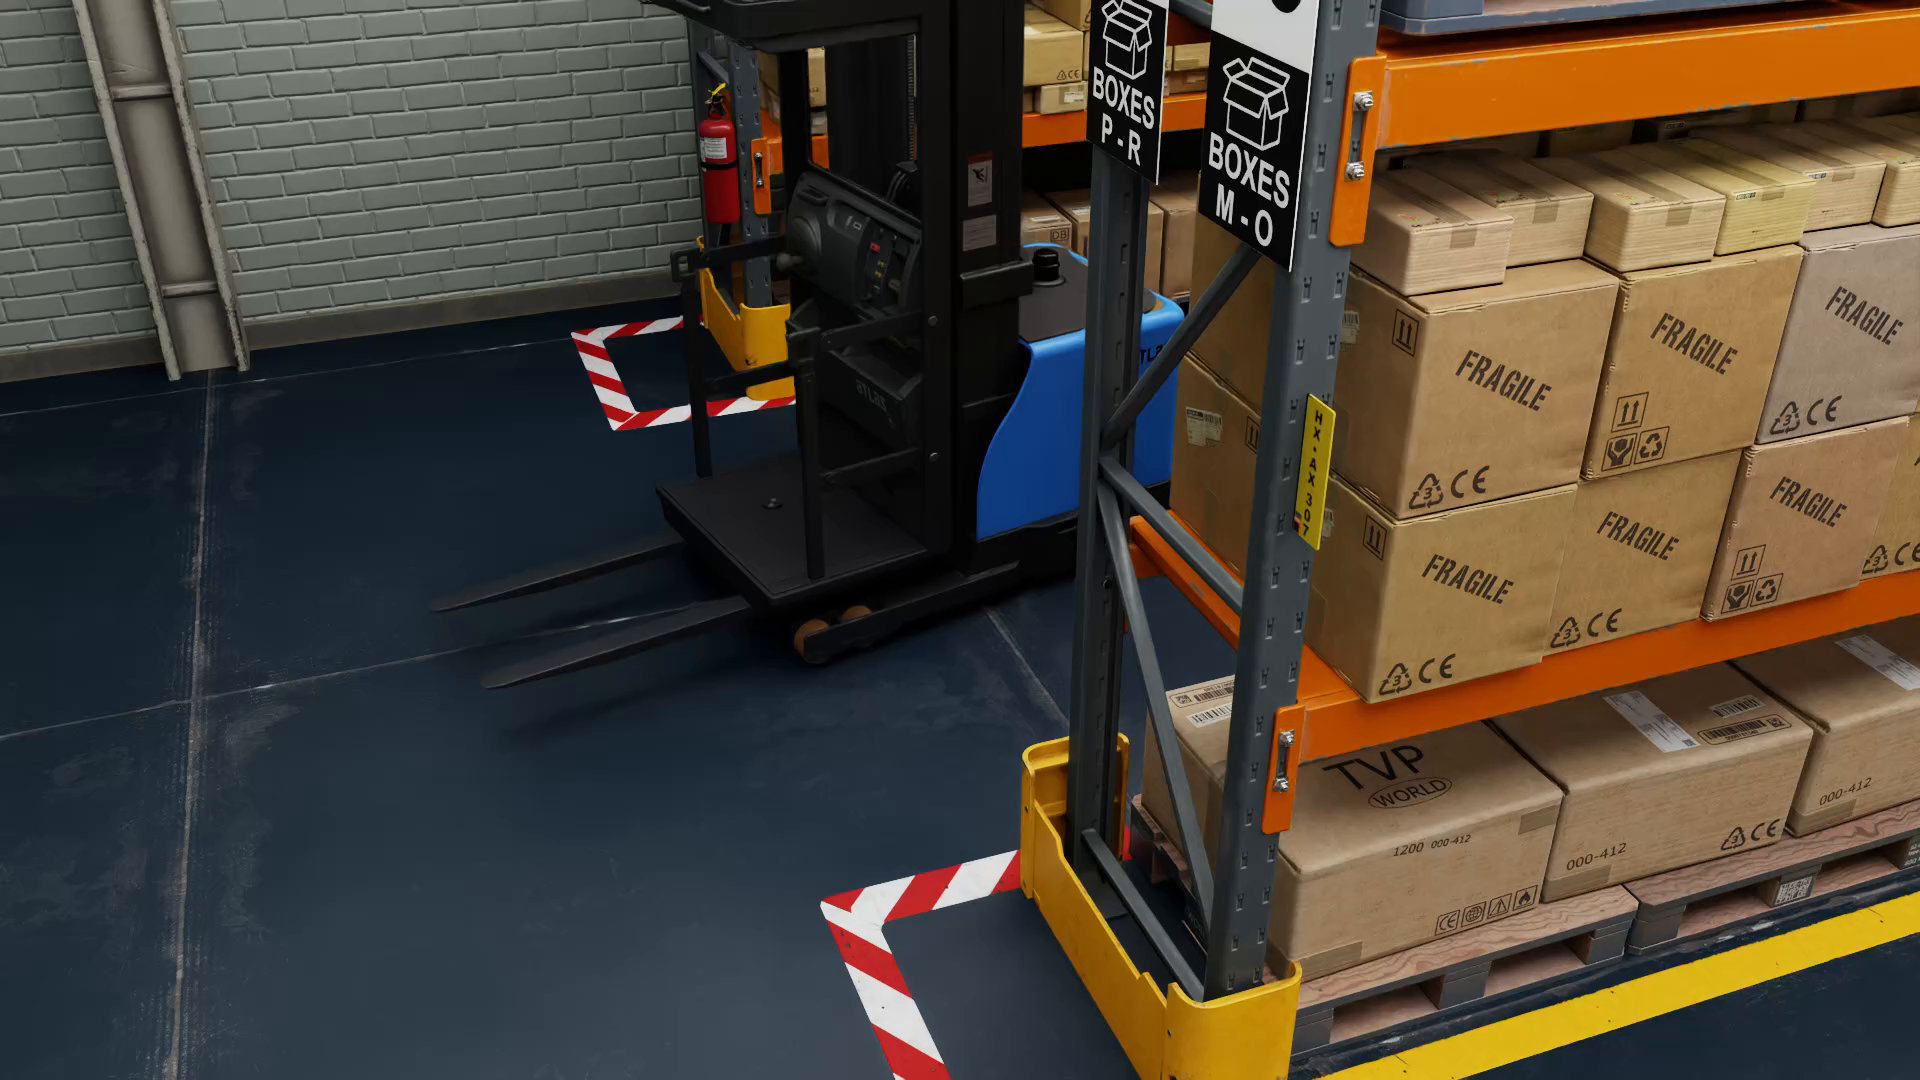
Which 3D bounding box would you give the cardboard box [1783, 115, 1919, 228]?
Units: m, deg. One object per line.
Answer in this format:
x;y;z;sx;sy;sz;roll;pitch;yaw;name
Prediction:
2.210;-0.899;4.031;0.250;0.149;0.380;-10;31;-17;cardboard box

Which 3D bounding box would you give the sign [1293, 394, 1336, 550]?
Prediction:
0.747;-0.141;3.513;0.005;0.325;0.100;-10;31;-18;sign

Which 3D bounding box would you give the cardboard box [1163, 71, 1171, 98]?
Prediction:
0.911;-2.442;8.761;0.250;0.149;0.380;-11;31;-18;cardboard box

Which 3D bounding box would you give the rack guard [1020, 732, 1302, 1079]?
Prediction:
0.537;1.101;4.812;0.348;0.500;1.175;-10;31;-18;rack guard

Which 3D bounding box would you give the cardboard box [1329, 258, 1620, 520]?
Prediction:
1.109;-0.418;3.842;0.500;0.500;0.500;-11;32;-19;cardboard box

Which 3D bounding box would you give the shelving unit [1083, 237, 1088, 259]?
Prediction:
0.665;-0.860;7.698;0.215;1.050;0.252;-1;30;-1;shelving unit

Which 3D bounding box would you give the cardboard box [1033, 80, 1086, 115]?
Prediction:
0.454;-2.311;8.530;0.250;0.149;0.380;-11;32;-19;cardboard box

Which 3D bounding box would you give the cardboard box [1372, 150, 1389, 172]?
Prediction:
0.826;-0.904;4.040;0.250;0.149;0.380;-10;31;-17;cardboard box

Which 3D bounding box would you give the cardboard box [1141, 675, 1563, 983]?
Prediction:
1.143;0.781;5.012;0.875;0.438;0.875;-12;32;-19;cardboard box

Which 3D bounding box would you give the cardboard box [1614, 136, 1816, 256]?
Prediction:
1.734;-0.805;3.867;0.250;0.149;0.380;-11;32;-19;cardboard box

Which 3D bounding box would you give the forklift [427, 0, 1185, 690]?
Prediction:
-0.586;-1.096;6.212;3.031;2.935;1.130;-18;34;-28;forklift

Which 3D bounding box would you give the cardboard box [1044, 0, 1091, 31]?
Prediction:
0.750;-2.894;8.392;0.500;0.500;0.500;-10;31;-16;cardboard box

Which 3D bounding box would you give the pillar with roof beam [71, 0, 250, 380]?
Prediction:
-2.515;-2.853;3.168;0.400;9.000;9.100;-10;31;-18;pillar with roof beam

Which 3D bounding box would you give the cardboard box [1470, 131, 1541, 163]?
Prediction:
1.268;-1.042;4.283;0.250;0.149;0.380;-11;31;-18;cardboard box

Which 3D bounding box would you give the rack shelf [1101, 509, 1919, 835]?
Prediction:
2.434;-0.022;4.985;4.000;0.370;1.077;-10;31;-18;rack shelf

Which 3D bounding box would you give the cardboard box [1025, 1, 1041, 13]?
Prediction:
0.113;-2.730;8.862;0.500;0.250;0.500;-9;31;-16;cardboard box

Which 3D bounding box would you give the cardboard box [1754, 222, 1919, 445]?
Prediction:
2.070;-0.603;4.166;0.500;0.500;0.500;-11;31;-18;cardboard box

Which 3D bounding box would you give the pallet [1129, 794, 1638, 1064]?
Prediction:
1.282;1.048;5.197;1.213;0.211;1.003;-10;31;-18;pallet

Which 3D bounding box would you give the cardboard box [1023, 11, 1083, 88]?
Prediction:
0.291;-2.485;8.432;0.500;0.250;0.500;-11;31;-19;cardboard box

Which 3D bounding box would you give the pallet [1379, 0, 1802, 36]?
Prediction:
1.251;-1.387;3.713;1.213;0.211;1.003;-10;31;-18;pallet

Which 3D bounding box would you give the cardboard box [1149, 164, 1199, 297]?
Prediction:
1.219;-1.758;9.407;0.500;0.500;0.700;-12;32;-19;cardboard box

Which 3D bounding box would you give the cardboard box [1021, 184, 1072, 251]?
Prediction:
0.246;-1.579;9.092;0.500;0.500;0.700;-9;31;-16;cardboard box

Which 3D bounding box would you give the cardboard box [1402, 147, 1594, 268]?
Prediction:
1.210;-0.760;3.787;0.250;0.149;0.380;-10;31;-16;cardboard box

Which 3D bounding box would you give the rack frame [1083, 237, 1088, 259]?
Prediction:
0.662;-0.920;7.803;0.200;1.050;0.008;-1;30;-1;rack frame

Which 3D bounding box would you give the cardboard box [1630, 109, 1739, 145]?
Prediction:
1.788;-1.079;4.347;0.250;0.149;0.380;-11;31;-18;cardboard box

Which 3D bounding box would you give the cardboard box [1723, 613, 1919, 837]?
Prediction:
2.844;0.465;5.568;0.875;0.438;0.875;-11;32;-19;cardboard box

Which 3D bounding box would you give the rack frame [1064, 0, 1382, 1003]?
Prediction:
0.560;0.011;4.201;0.127;3.000;1.000;-10;31;-18;rack frame

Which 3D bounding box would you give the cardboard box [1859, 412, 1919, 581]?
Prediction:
2.521;-0.256;4.568;0.500;0.500;0.500;-9;31;-16;cardboard box

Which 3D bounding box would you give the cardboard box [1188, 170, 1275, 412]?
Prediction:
0.928;-0.661;4.268;0.500;0.500;0.500;-9;31;-16;cardboard box

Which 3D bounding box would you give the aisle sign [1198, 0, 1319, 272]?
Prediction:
0.593;-0.972;3.299;0.004;0.787;0.394;-10;31;-18;aisle sign

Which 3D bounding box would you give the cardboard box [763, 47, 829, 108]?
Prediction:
-0.656;-2.309;8.123;0.500;0.250;0.500;-10;31;-17;cardboard box

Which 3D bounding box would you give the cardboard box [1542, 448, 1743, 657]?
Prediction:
1.574;-0.082;4.264;0.500;0.500;0.500;-11;31;-18;cardboard box

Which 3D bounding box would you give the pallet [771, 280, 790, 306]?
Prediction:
-0.357;-1.231;9.197;1.213;0.211;1.003;-10;31;-18;pallet

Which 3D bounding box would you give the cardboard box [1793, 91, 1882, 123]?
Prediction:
2.255;-1.186;4.535;0.250;0.149;0.380;-9;31;-16;cardboard box

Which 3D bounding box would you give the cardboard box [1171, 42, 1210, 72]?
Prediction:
1.246;-2.672;8.760;0.500;0.250;0.500;-11;31;-18;cardboard box
